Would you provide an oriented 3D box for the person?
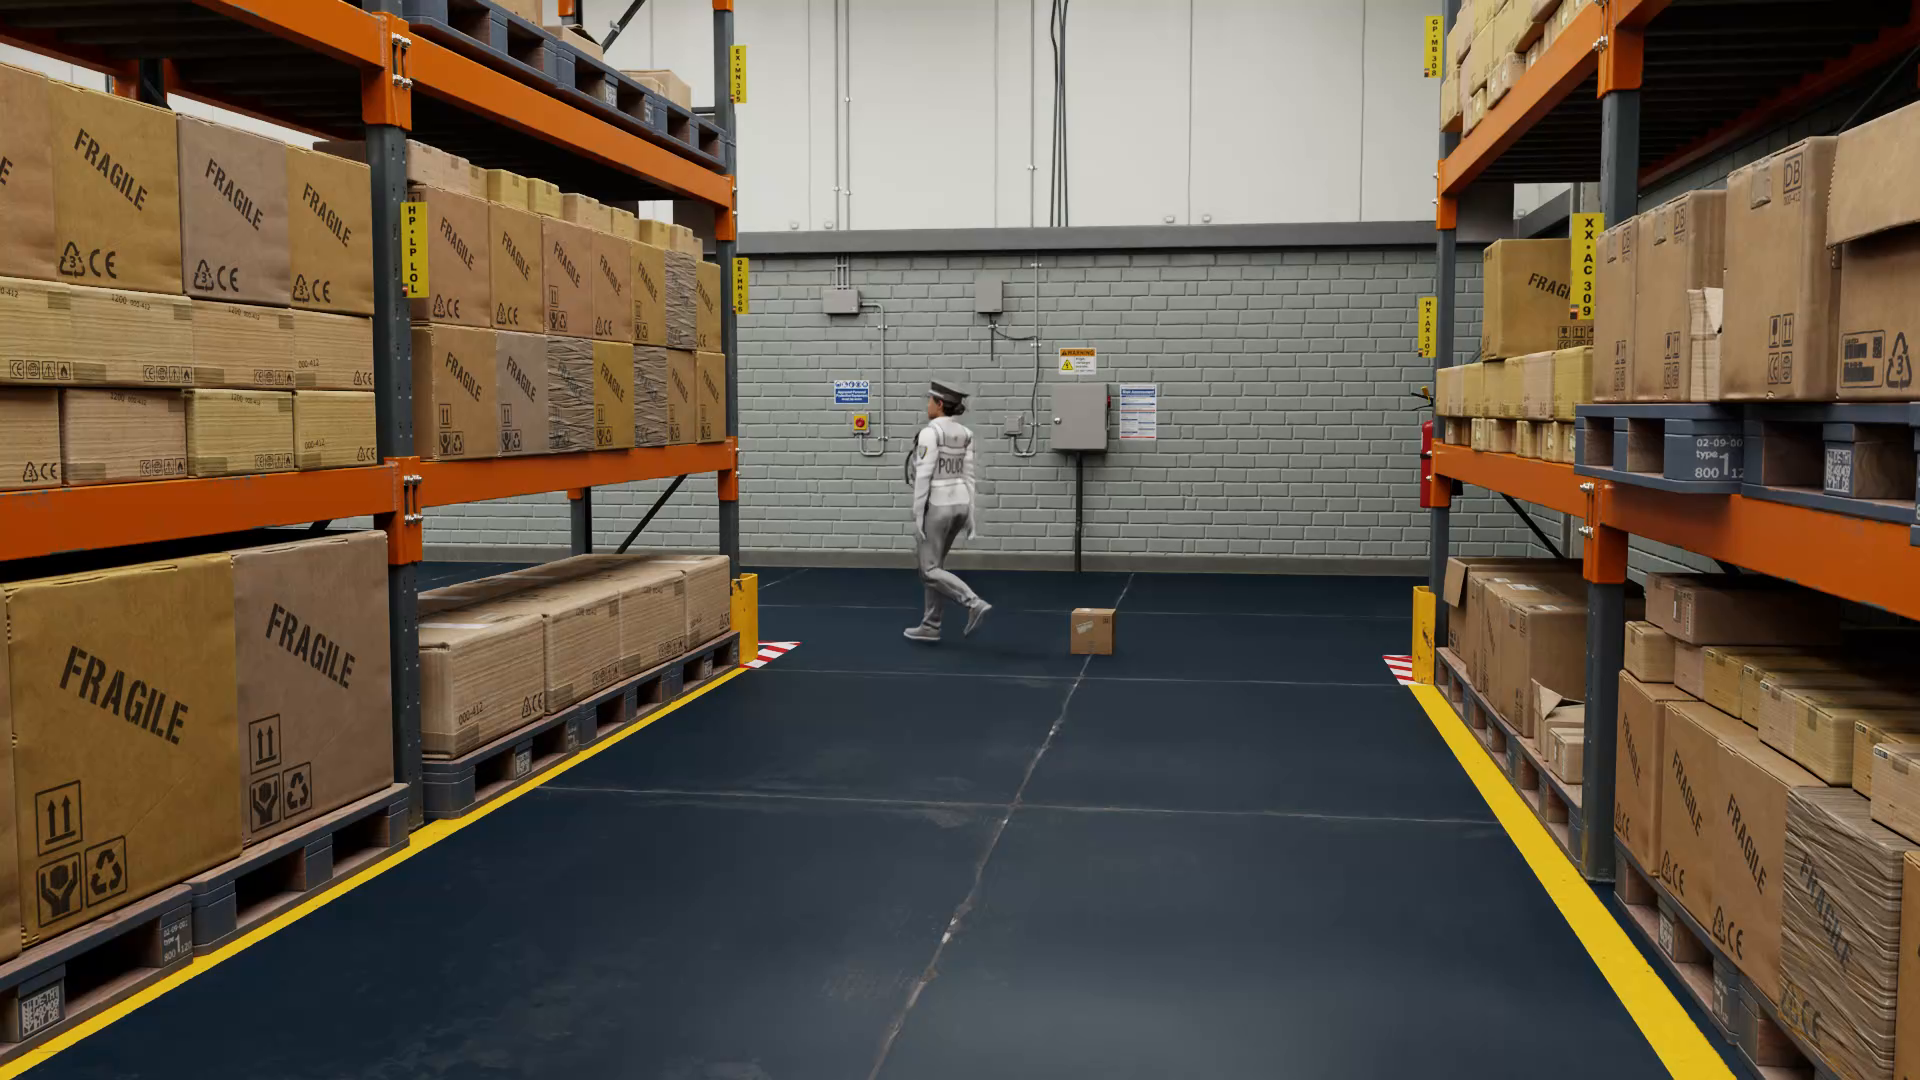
[{"bbox_3d":[-0.083,-0.179,10.320,0.773,1.658,0.509,4,6,38],"label":"person"}]
